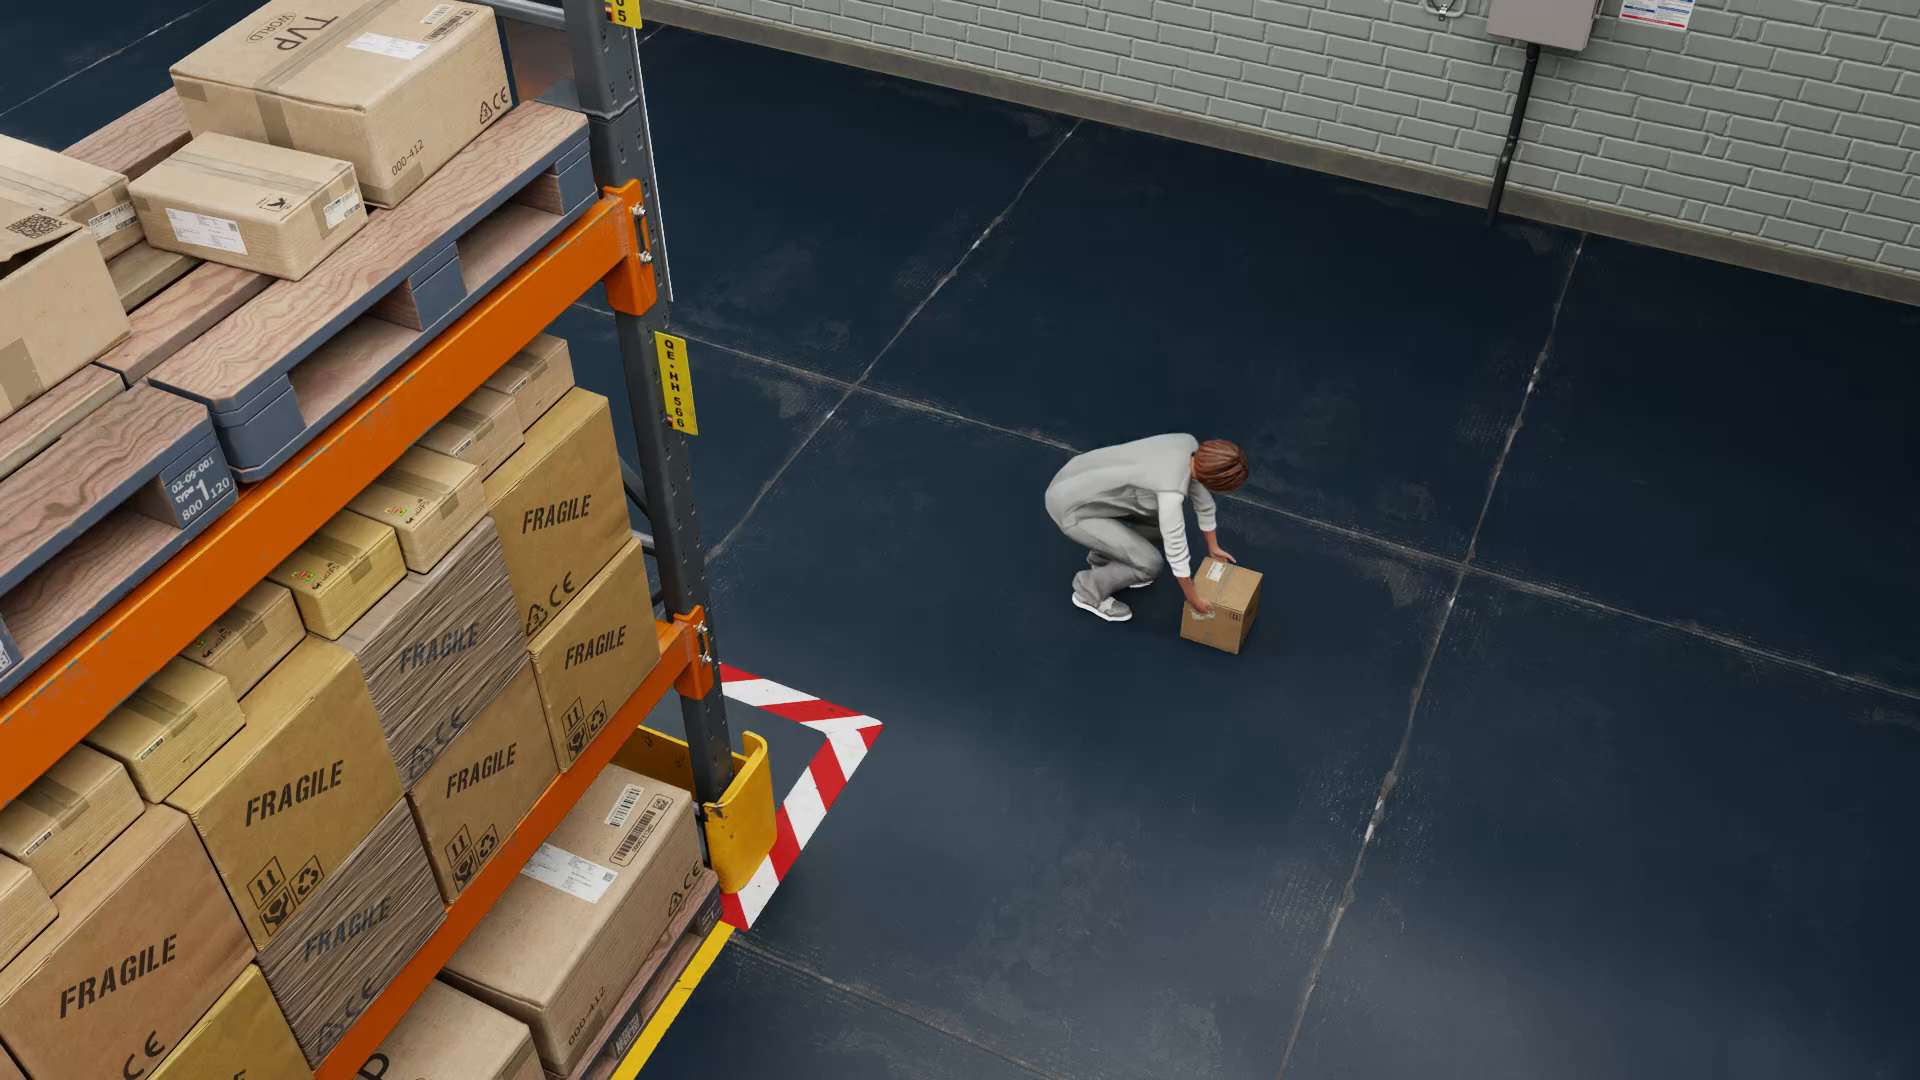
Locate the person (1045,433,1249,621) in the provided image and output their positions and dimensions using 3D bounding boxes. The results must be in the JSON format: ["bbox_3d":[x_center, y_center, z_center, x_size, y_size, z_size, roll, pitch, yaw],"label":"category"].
[{"bbox_3d":[0.742,-0.092,6.781,0.792,0.906,0.448,17,45,18],"label":"person"}]
